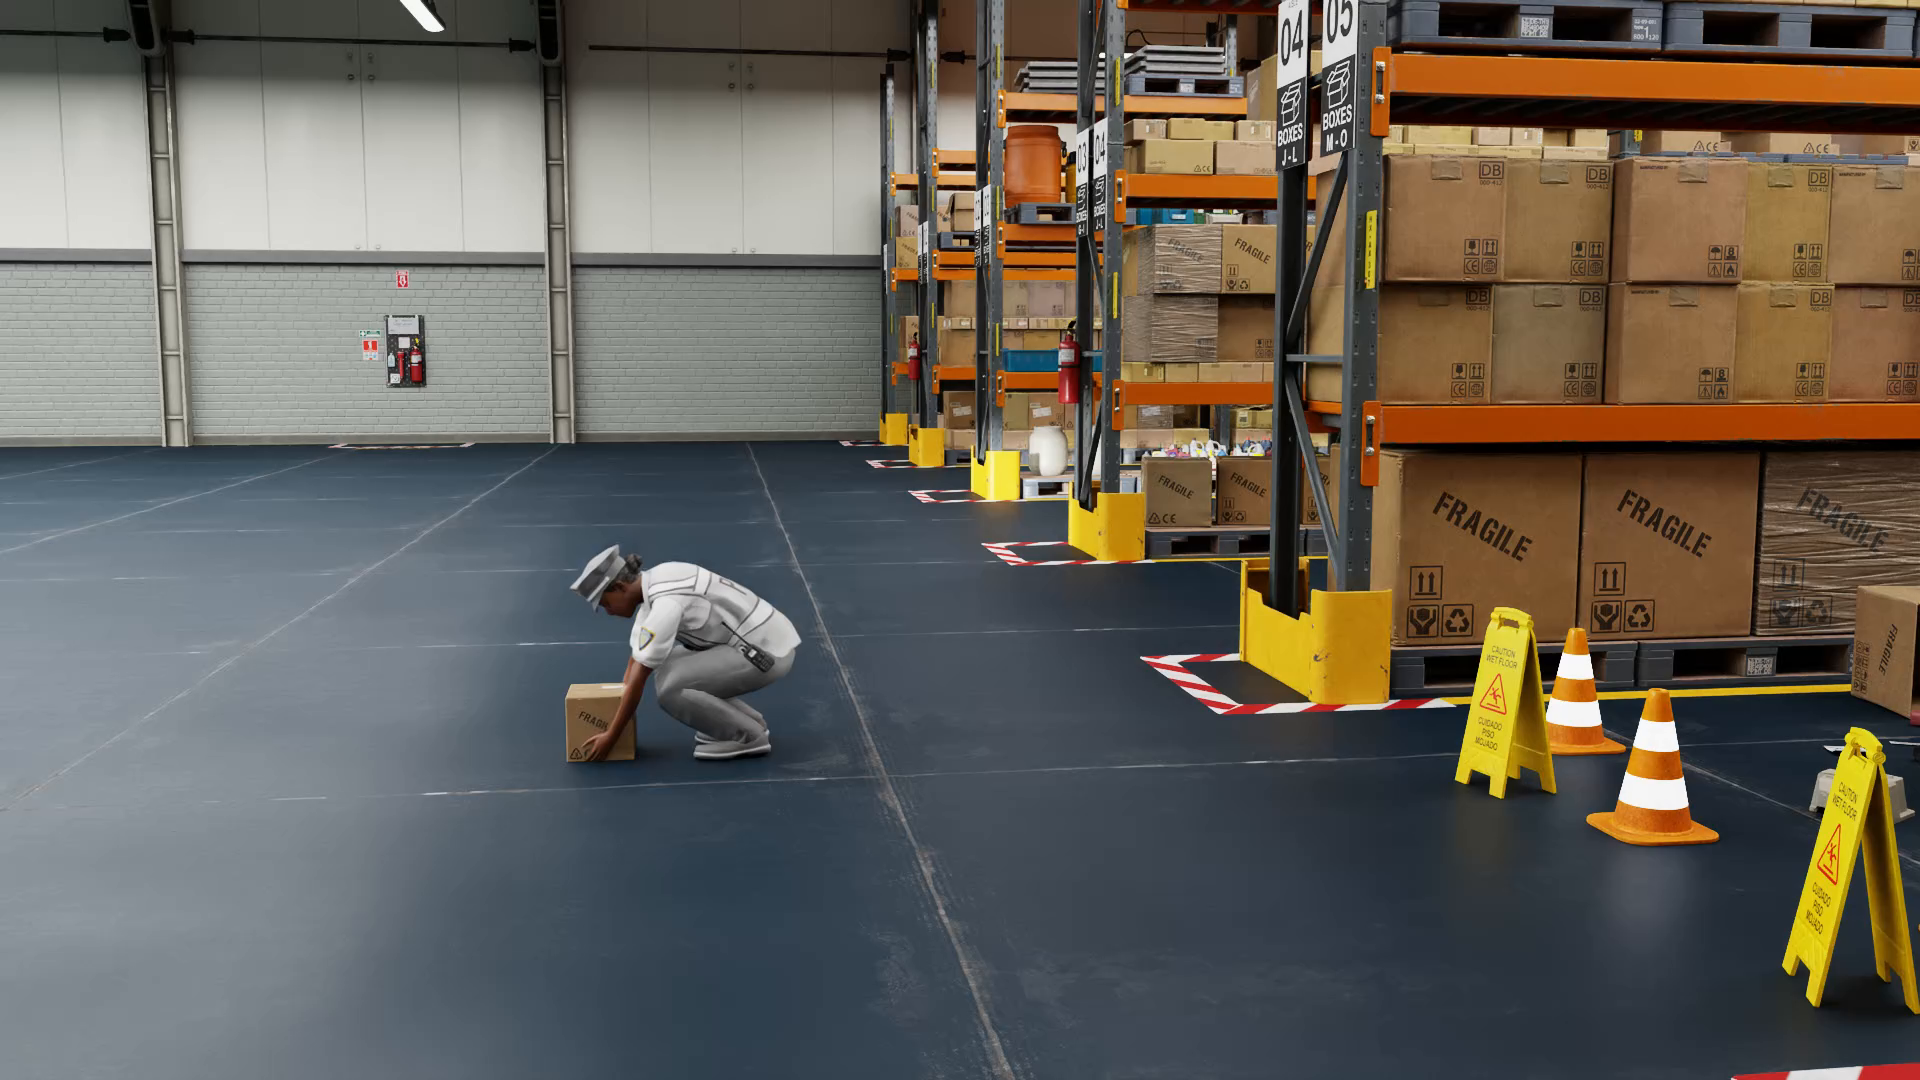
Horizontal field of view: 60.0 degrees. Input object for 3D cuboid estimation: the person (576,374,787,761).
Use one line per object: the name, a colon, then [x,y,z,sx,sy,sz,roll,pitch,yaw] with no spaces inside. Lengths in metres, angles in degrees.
person: [-1.059,0.098,6.385,0.780,1.466,0.411,-1,7,-10]
